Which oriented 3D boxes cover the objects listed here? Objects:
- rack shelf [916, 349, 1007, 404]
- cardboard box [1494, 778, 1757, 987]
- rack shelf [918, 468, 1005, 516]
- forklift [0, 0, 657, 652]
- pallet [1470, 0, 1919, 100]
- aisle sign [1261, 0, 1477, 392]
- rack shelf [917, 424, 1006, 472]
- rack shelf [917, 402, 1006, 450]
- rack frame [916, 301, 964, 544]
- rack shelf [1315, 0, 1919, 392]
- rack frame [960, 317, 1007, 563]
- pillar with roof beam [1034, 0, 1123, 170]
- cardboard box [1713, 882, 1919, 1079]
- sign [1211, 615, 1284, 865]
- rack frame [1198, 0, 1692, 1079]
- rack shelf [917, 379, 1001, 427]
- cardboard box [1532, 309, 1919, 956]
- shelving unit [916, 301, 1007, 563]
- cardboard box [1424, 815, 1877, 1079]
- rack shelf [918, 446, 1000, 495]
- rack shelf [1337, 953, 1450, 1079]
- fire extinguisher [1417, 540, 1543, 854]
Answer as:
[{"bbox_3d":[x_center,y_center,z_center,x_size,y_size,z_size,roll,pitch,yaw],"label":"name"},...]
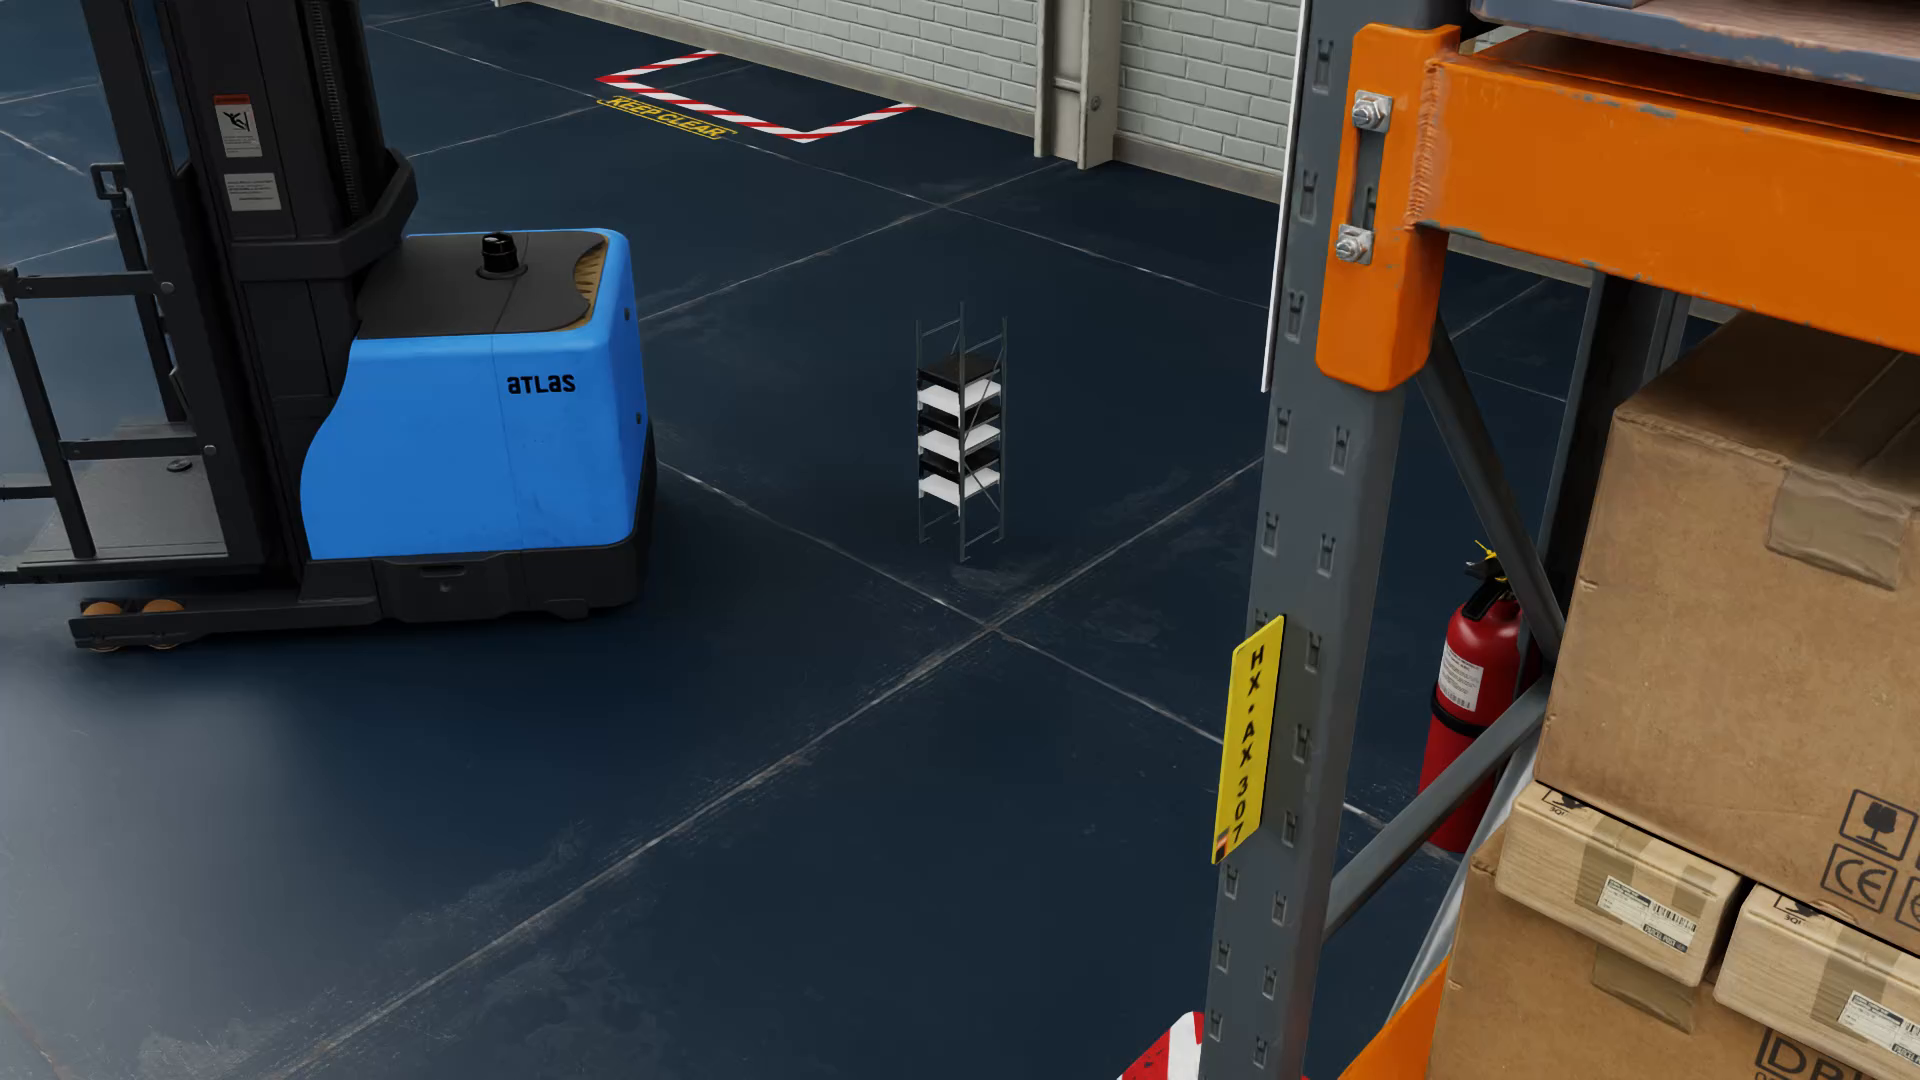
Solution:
[{"bbox_3d":[0.006,-0.585,5.891,0.200,0.077,0.258,25,39,35],"label":"rack shelf"},{"bbox_3d":[0.871,0.339,2.053,0.250,0.149,0.380,25,39,35],"label":"cardboard box"},{"bbox_3d":[0.006,-0.200,6.123,0.200,0.077,0.258,25,39,35],"label":"rack shelf"},{"bbox_3d":[-2.658,-1.163,5.340,3.031,2.935,1.130,-3,31,-5],"label":"forklift"},{"bbox_3d":[1.232,-0.551,1.435,1.213,0.211,1.003,25,39,35],"label":"pallet"},{"bbox_3d":[0.470,-0.578,1.781,0.004,0.787,0.394,25,39,35],"label":"aisle sign"},{"bbox_3d":[0.006,-0.354,6.030,0.200,0.077,0.258,25,39,35],"label":"rack shelf"},{"bbox_3d":[0.006,-0.431,5.984,0.200,0.077,0.258,25,39,35],"label":"rack shelf"},{"bbox_3d":[-0.069,-0.418,6.072,0.006,0.900,0.240,25,39,35],"label":"rack frame"},{"bbox_3d":[2.208,0.157,0.871,4.000,0.370,1.077,25,39,35],"label":"rack shelf"},{"bbox_3d":[0.081,-0.348,5.955,0.006,0.900,0.240,25,39,35],"label":"rack frame"},{"bbox_3d":[-2.192,-4.543,5.072,0.400,9.000,9.100,25,39,35],"label":"pillar with roof beam"},{"bbox_3d":[1.069,0.429,1.903,0.250,0.149,0.380,24,38,34],"label":"cardboard box"},{"bbox_3d":[0.348,0.247,2.016,0.005,0.325,0.100,25,39,35],"label":"sign"},{"bbox_3d":[0.727,0.440,2.611,0.053,2.616,0.949,25,39,35],"label":"rack frame"},{"bbox_3d":[0.006,-0.508,5.938,0.200,0.077,0.258,25,39,35],"label":"rack shelf"},{"bbox_3d":[1.102,0.027,1.941,0.500,0.500,0.700,25,39,35],"label":"cardboard box"},{"bbox_3d":[0.006,-0.383,6.013,0.210,0.900,0.258,25,39,35],"label":"shelving unit"},{"bbox_3d":[1.062,0.565,2.306,0.500,0.500,0.700,25,39,35],"label":"cardboard box"},{"bbox_3d":[0.006,-0.277,6.077,0.200,0.077,0.258,25,39,35],"label":"rack shelf"},{"bbox_3d":[2.208,1.442,1.644,4.000,0.370,1.077,25,39,35],"label":"rack shelf"},{"bbox_3d":[0.949,0.256,2.992,0.183,0.674,0.296,25,39,35],"label":"fire extinguisher"}]
